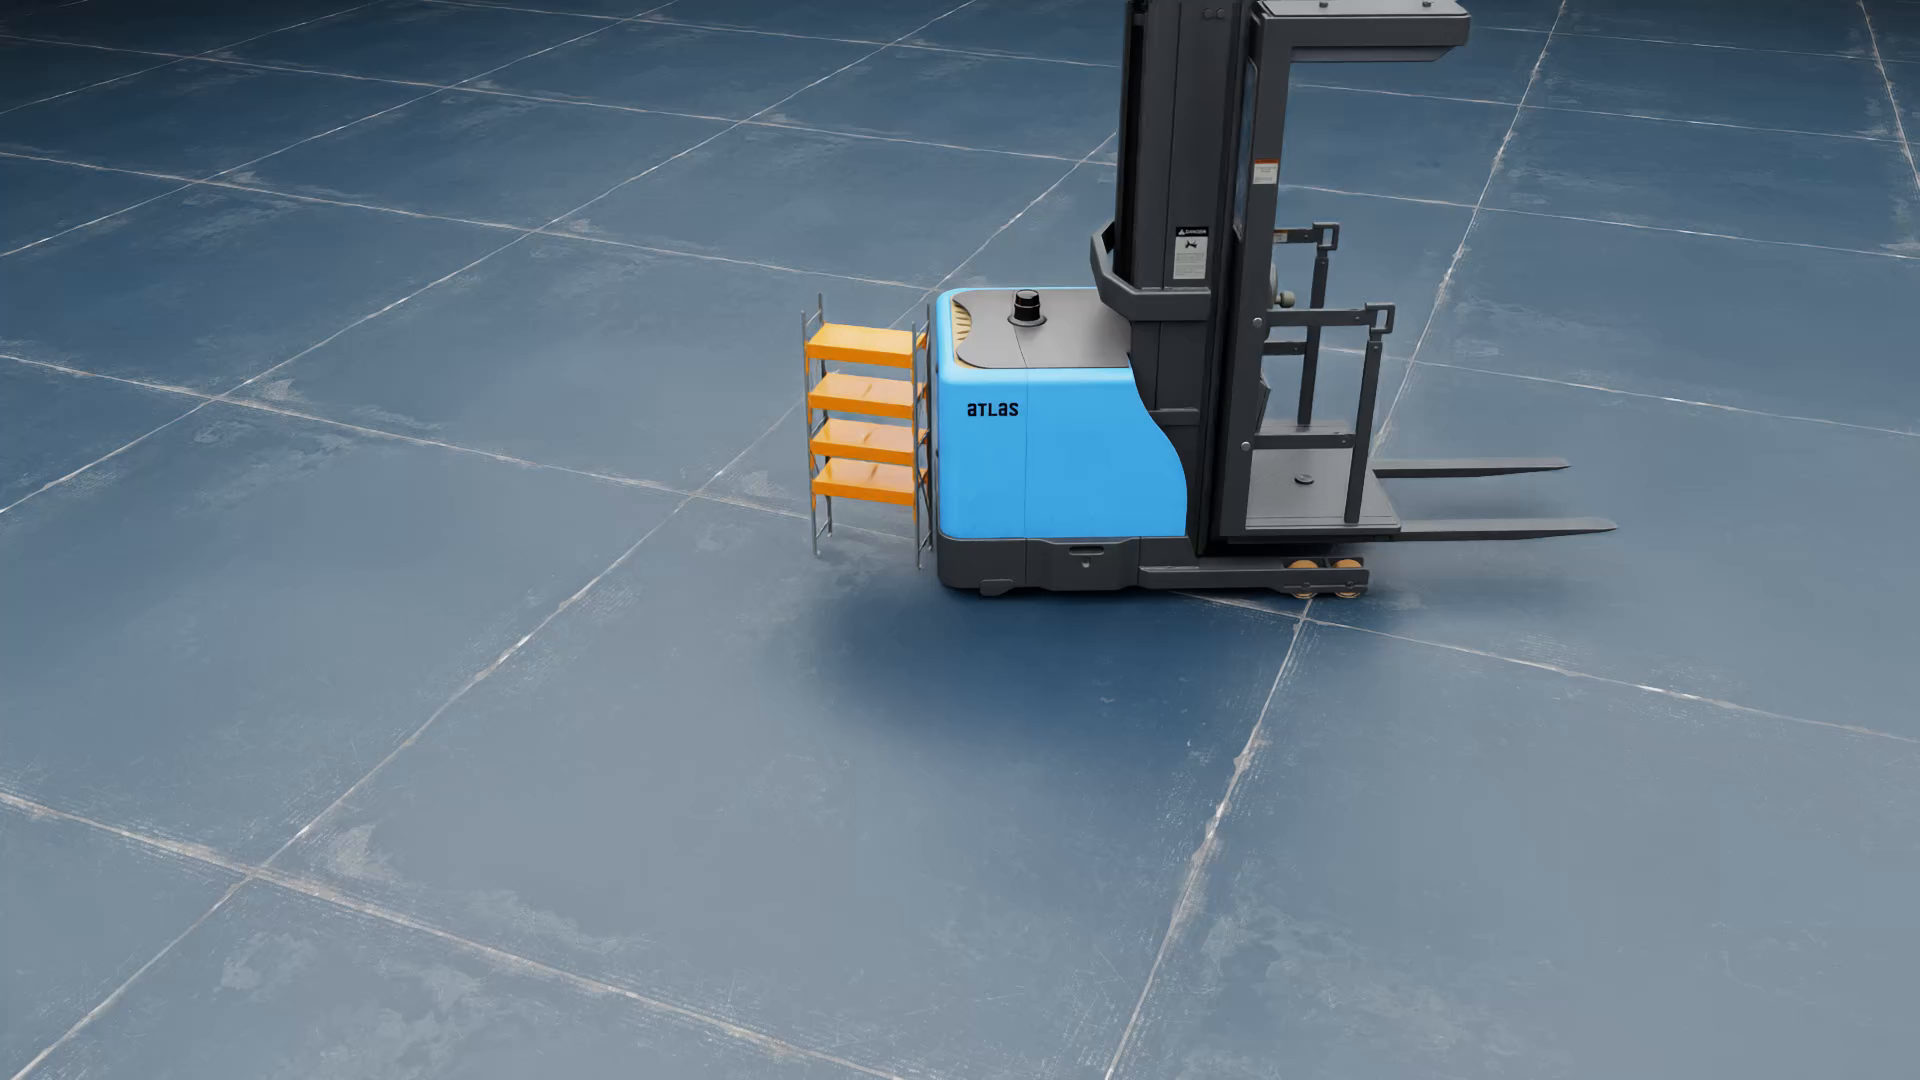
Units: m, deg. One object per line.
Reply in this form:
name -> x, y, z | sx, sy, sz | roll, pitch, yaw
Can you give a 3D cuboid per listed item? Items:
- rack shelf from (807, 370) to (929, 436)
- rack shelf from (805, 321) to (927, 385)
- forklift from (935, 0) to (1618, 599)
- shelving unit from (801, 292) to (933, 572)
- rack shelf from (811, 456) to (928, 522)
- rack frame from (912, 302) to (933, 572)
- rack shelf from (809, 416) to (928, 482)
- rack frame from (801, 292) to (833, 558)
rack shelf -> -0.398, -0.602, 7.278 | 0.480, 0.148, 0.258 | 7, 30, 13
rack shelf -> -0.398, -0.808, 7.162 | 0.480, 0.148, 0.258 | 7, 30, 13
forklift -> 1.406, -1.280, 7.036 | 3.031, 2.935, 1.130 | -1, 29, -1
shelving unit -> -0.398, -0.466, 7.355 | 0.503, 1.200, 0.258 | 7, 30, 13
rack shelf -> -0.398, -0.235, 7.486 | 0.480, 0.148, 0.258 | 7, 30, 13
rack frame -> -0.162, -0.435, 7.301 | 0.015, 1.200, 0.240 | 7, 30, 13
rack shelf -> -0.398, -0.408, 7.389 | 0.480, 0.148, 0.258 | 7, 30, 13
rack frame -> -0.634, -0.497, 7.410 | 0.015, 1.200, 0.240 | 7, 30, 13
